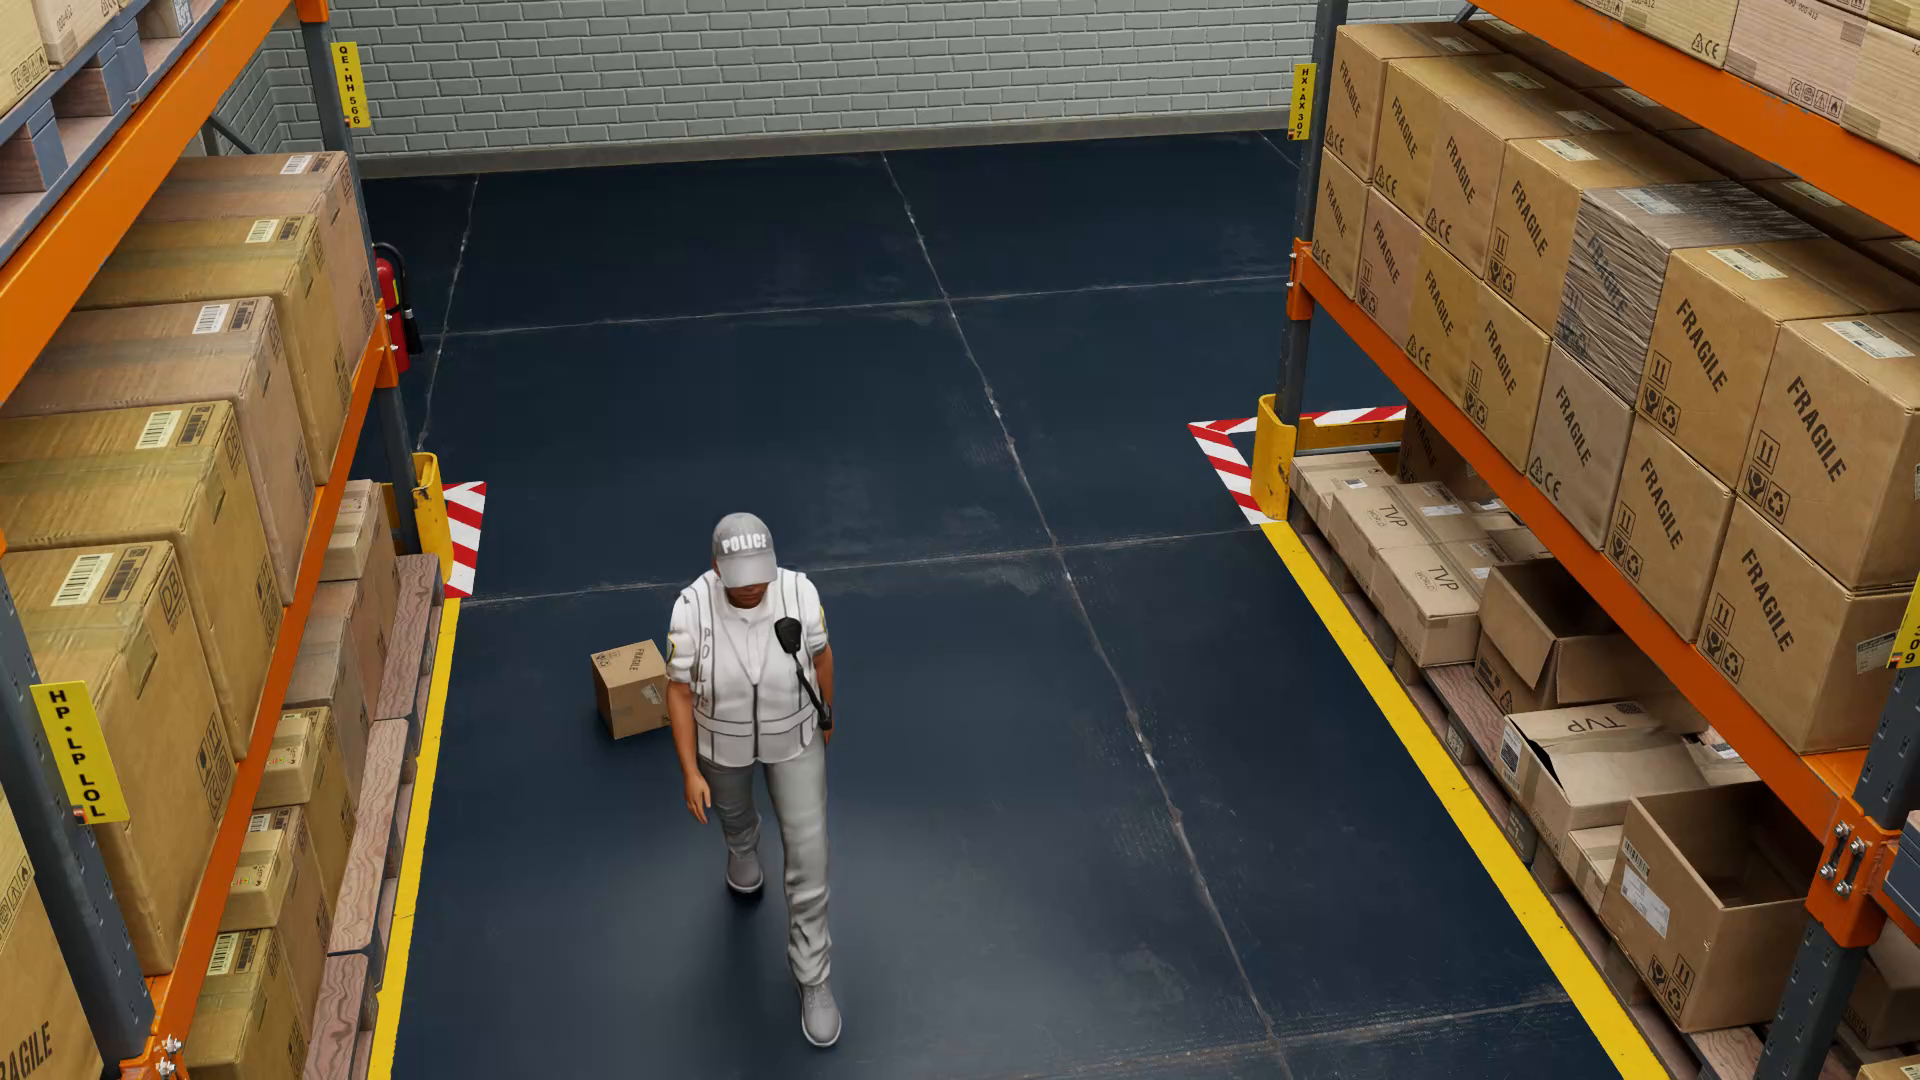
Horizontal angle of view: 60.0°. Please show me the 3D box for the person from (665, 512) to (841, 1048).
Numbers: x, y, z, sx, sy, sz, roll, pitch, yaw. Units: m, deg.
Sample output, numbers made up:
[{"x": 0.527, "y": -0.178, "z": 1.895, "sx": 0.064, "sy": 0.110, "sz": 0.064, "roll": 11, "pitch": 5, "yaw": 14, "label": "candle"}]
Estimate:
[{"x": -0.624, "y": 0.627, "z": 5.090, "sx": 0.501, "sy": 1.635, "sz": 0.967, "roll": -4, "pitch": 31, "yaw": -6, "label": "person"}]
